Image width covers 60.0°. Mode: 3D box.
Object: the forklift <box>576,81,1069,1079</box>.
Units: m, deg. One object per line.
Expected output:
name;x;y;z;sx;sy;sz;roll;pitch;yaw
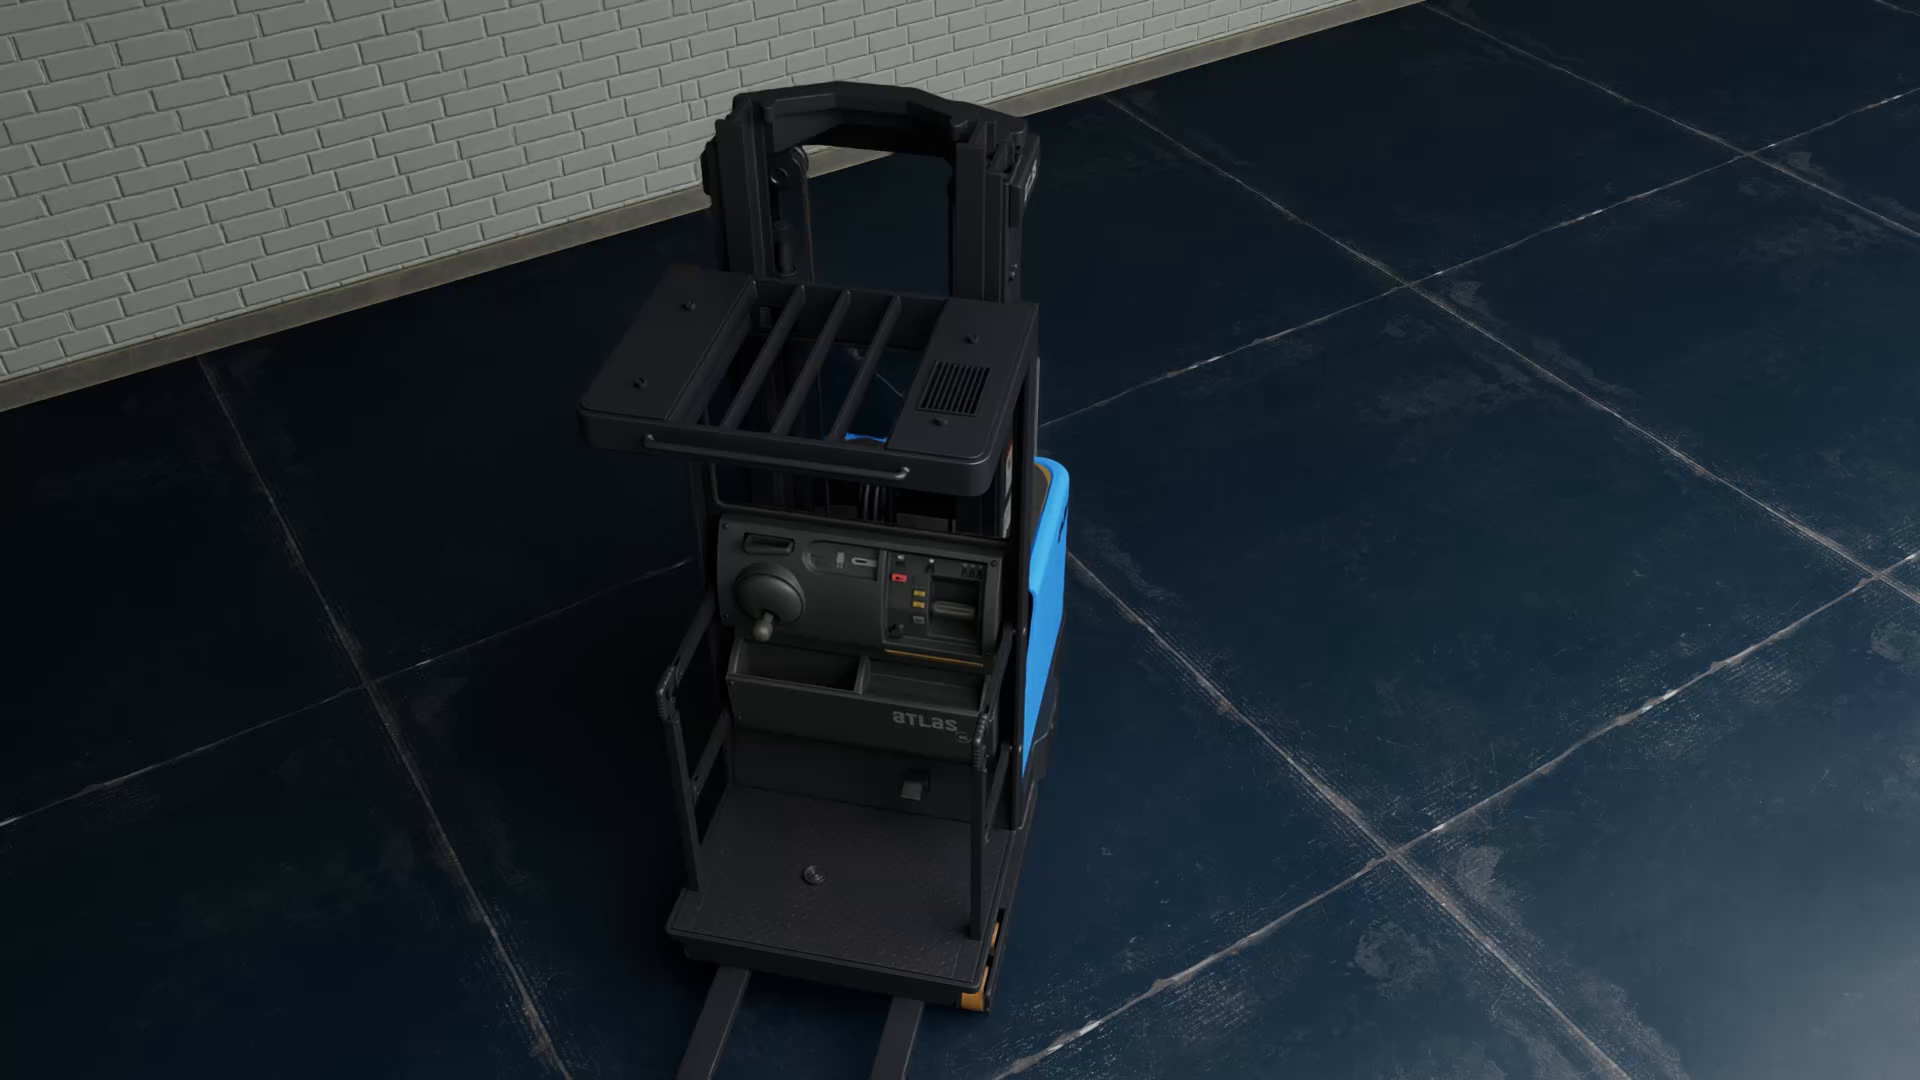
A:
forklift;-0.371;0.244;5.167;1.130;2.935;3.031;8;40;9

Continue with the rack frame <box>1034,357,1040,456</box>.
rack frame;0.220;-0.240;7.101;0.240;1.200;0.015;-22;45;-24

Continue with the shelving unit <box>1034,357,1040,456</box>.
shelving unit;0.089;-0.372;7.259;0.258;1.200;0.503;-22;45;-24
